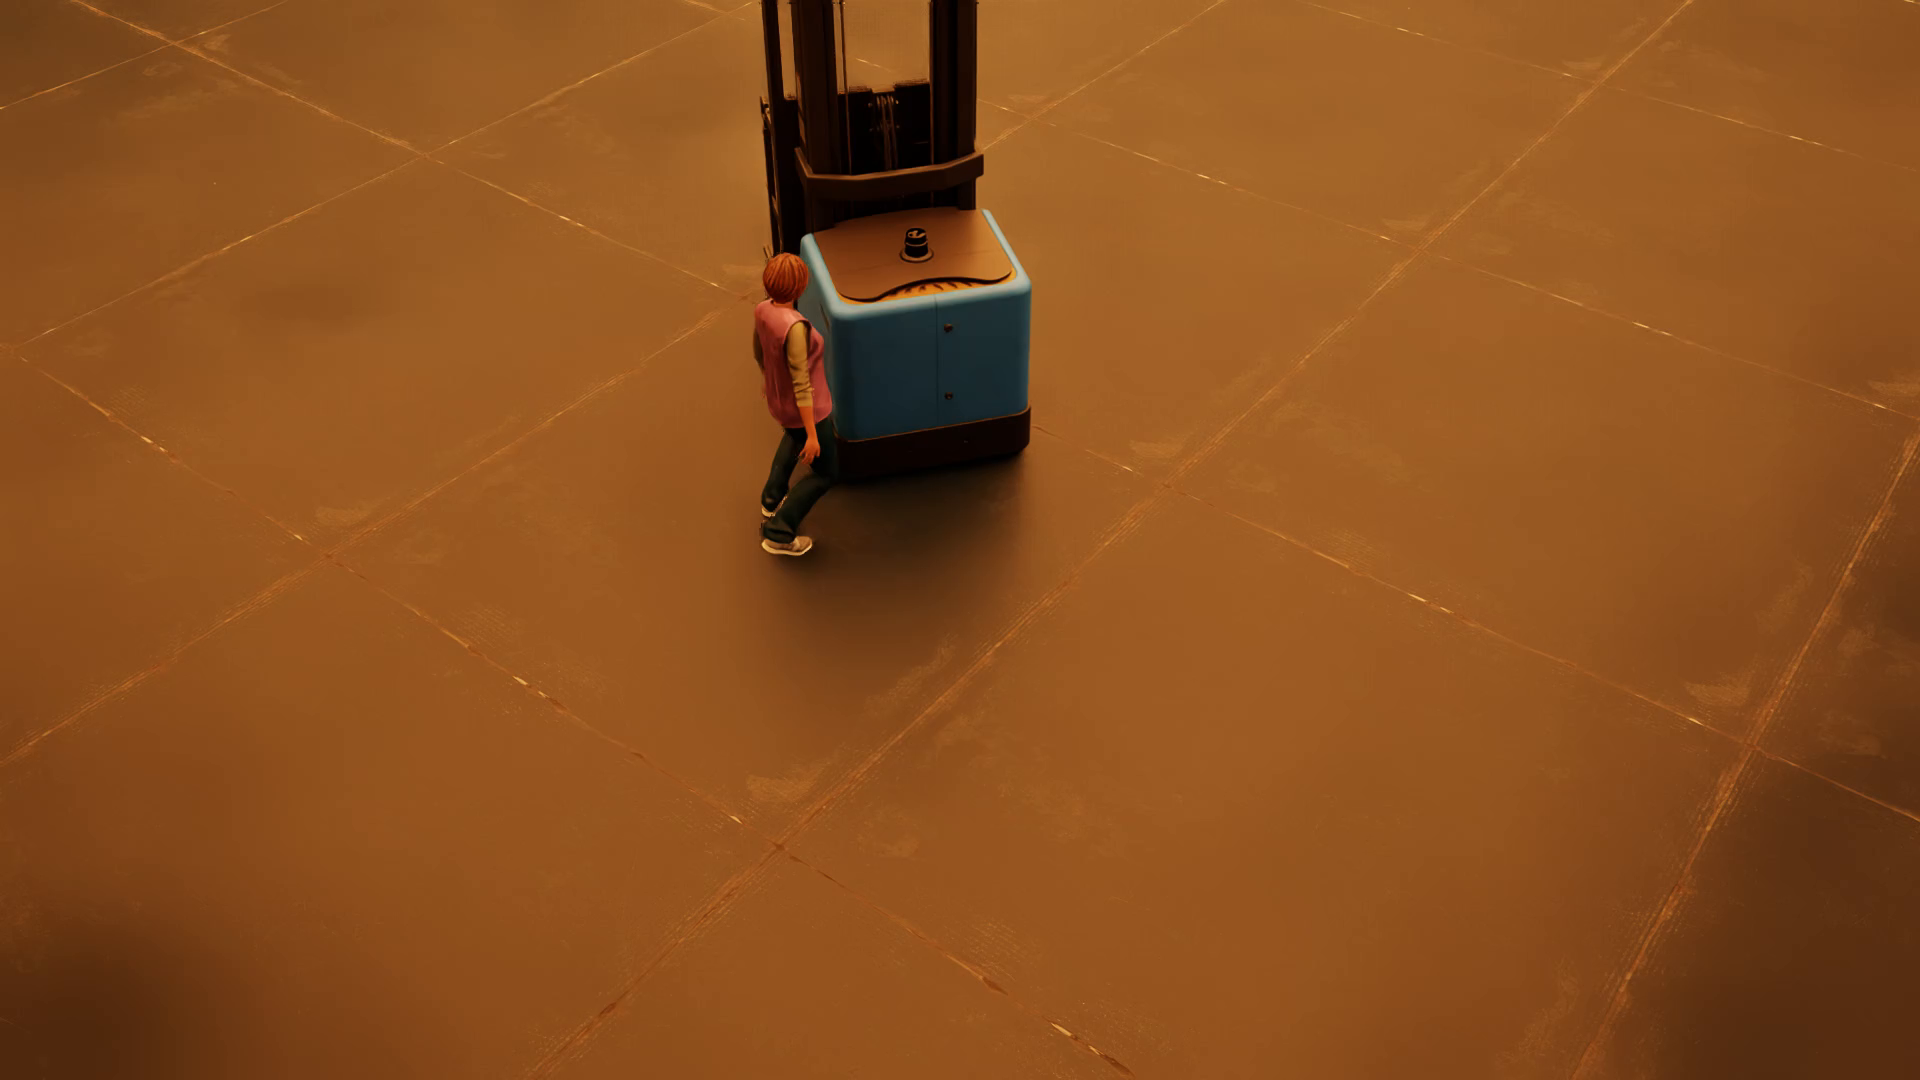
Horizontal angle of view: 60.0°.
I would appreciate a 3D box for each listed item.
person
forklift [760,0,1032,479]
[{"bbox_3d":[-0.829,-0.610,7.885,0.441,1.522,0.747,-18,44,-20],"label":"person"},{"bbox_3d":[-0.518,-2.398,8.887,1.130,2.935,3.031,-10,42,-12],"label":"forklift"}]
